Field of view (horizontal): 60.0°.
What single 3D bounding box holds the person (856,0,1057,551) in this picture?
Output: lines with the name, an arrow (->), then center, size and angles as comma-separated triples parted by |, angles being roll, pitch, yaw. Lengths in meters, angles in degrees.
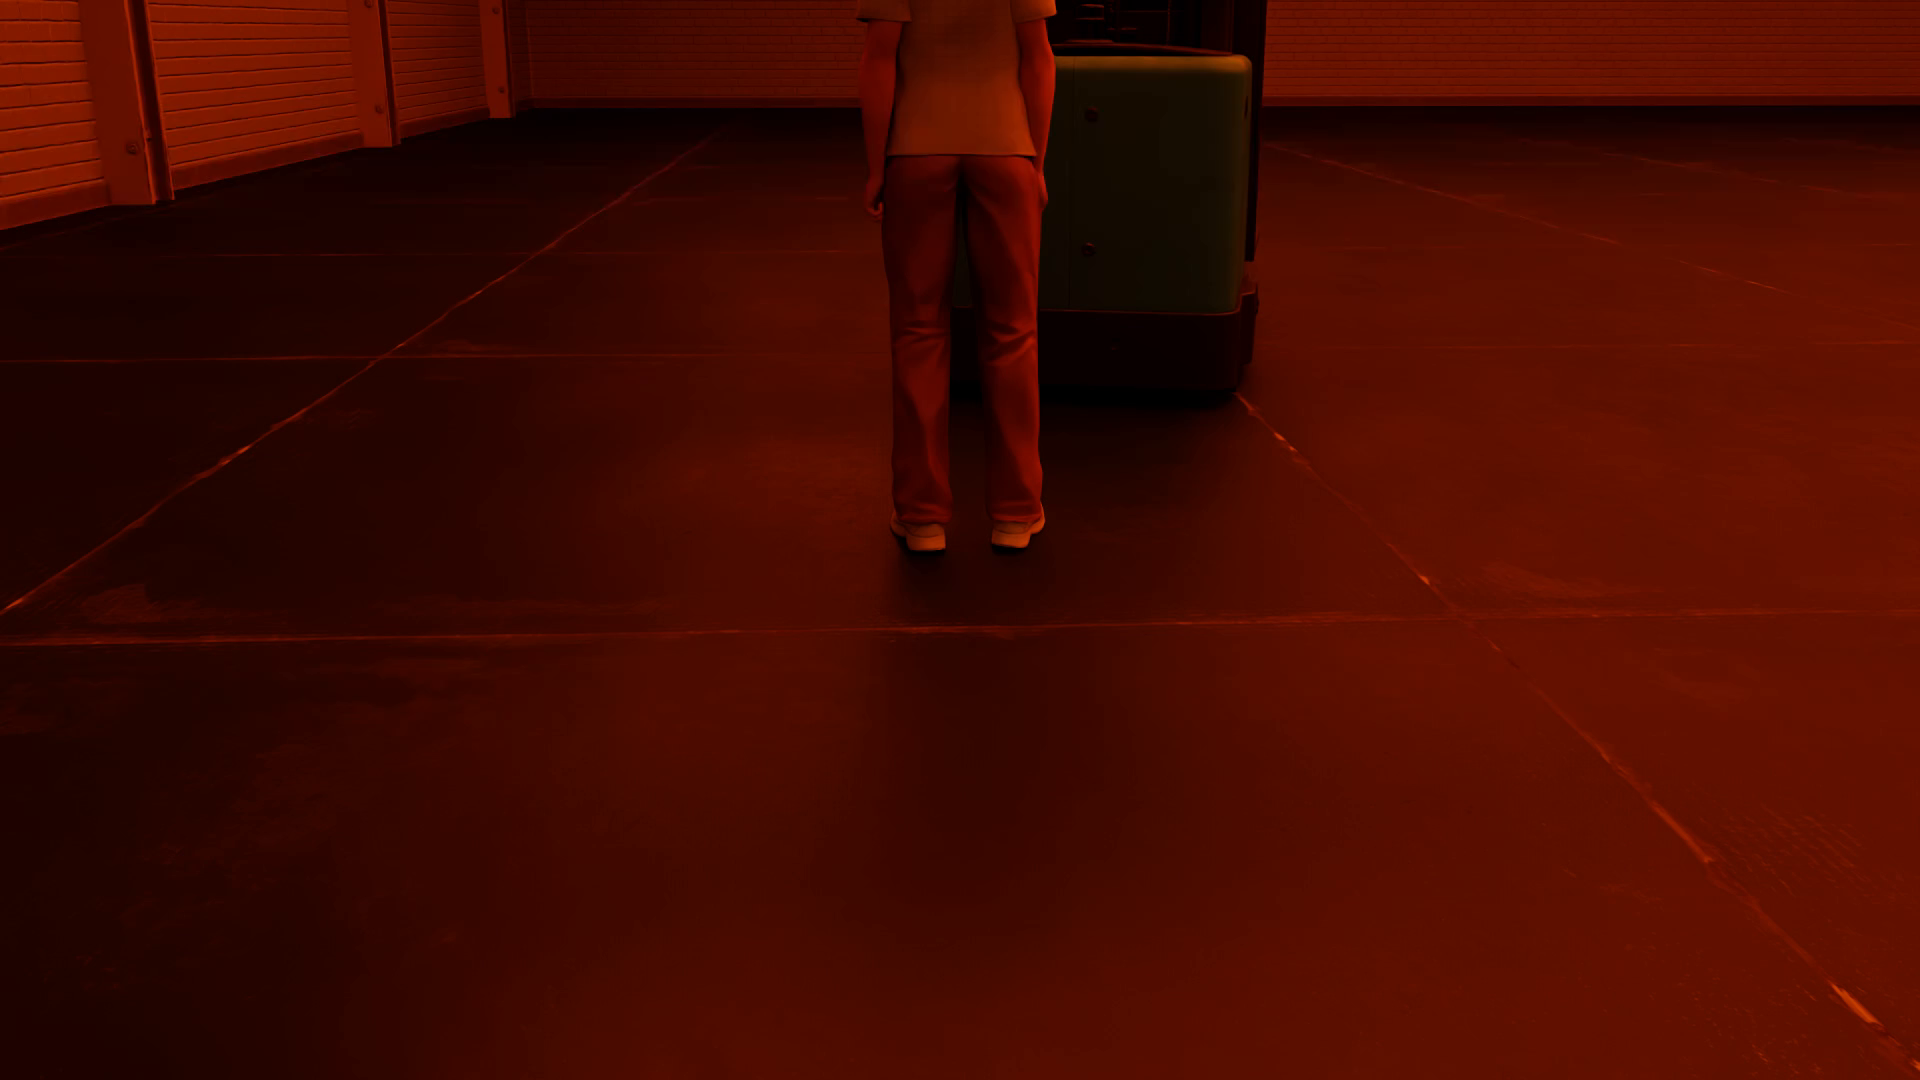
person -> -0.005, -0.799, 3.674 | 0.435, 1.671, 0.381 | -1, 17, -3

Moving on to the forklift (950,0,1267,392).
forklift -> 0.628, -2.257, 6.285 | 1.130, 2.935, 3.031 | 3, 17, 10
